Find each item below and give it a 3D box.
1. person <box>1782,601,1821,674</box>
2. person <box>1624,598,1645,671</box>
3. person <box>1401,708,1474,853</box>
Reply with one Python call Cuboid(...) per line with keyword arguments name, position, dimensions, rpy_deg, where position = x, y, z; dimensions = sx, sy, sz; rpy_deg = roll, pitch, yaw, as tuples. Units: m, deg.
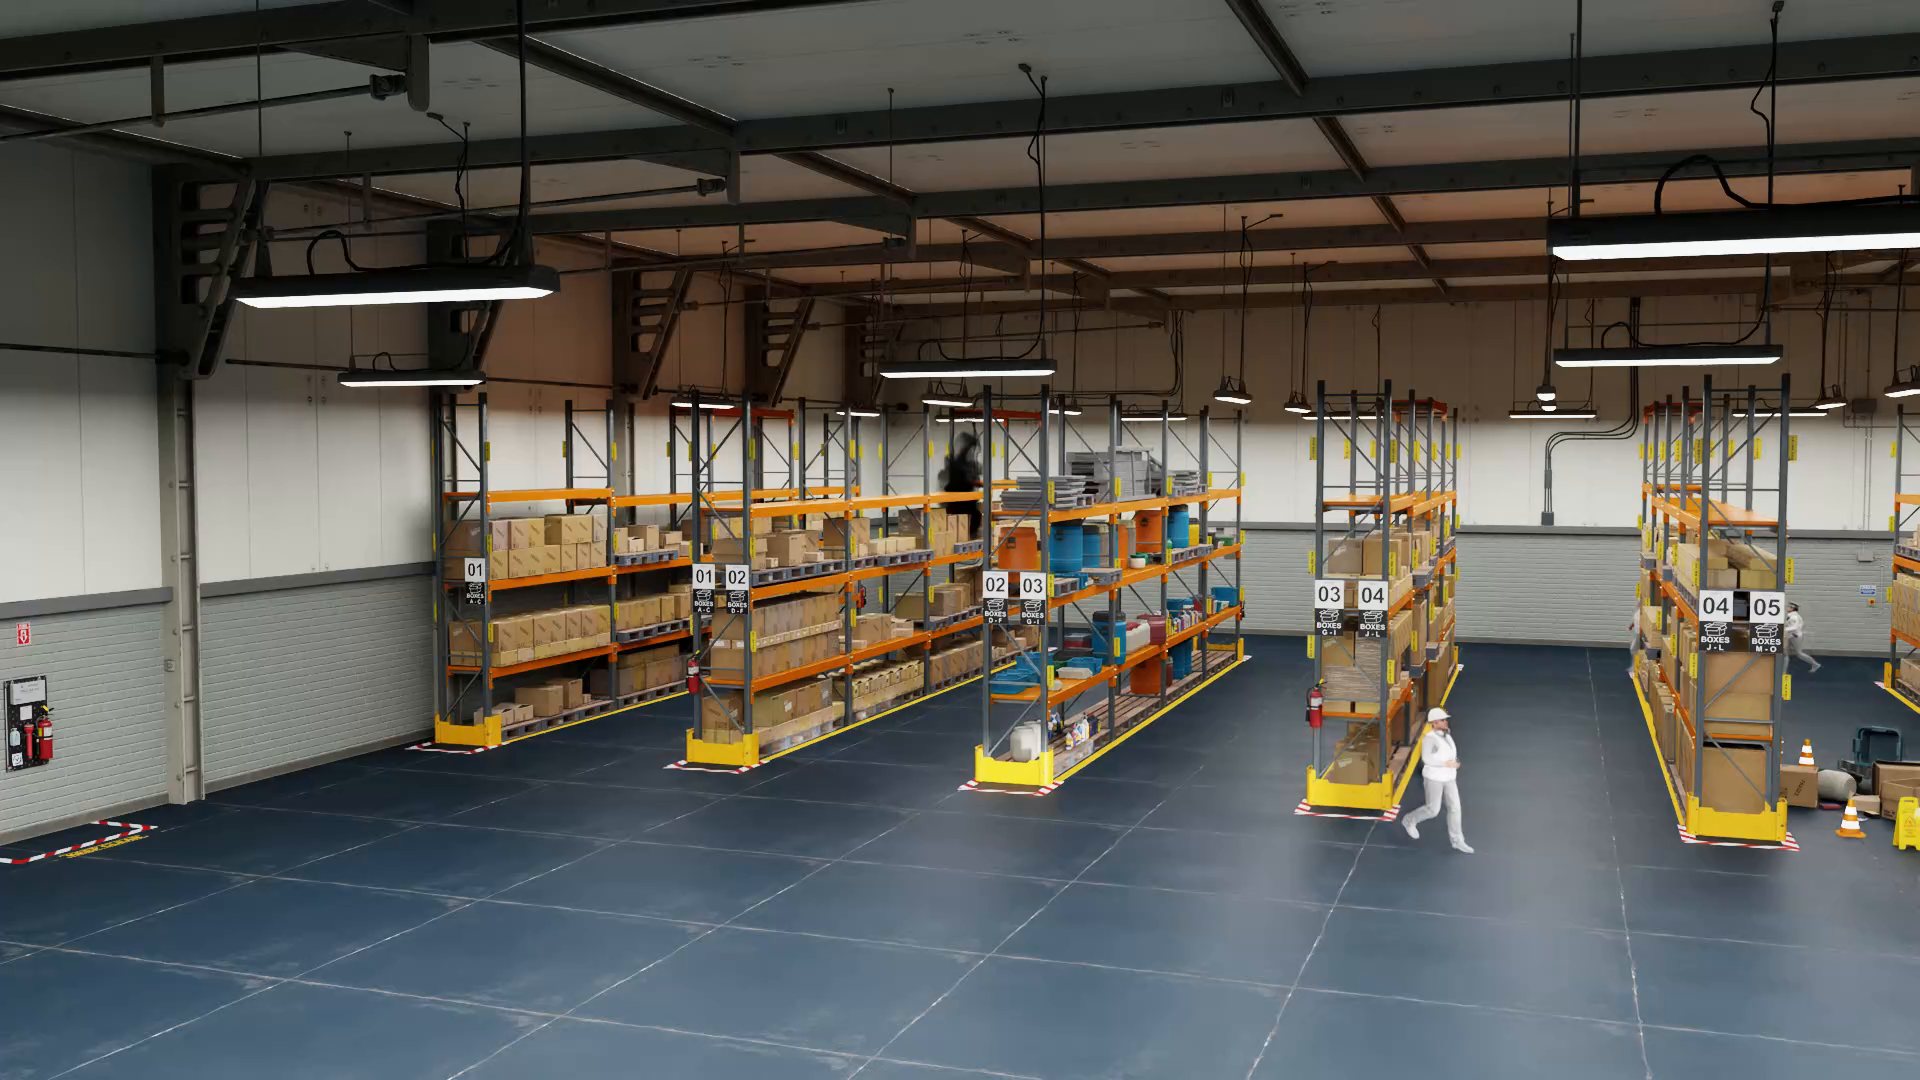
Cuboid(name="person", position=(18.630, 2.197, 36.996), dimensions=(0.941, 1.684, 0.581), rpy_deg=(1, 3, 17))
Cuboid(name="person", position=(15.572, 2.133, 37.795), dimensions=(0.791, 1.750, 0.761), rpy_deg=(0, 3, 4))
Cuboid(name="person", position=(6.004, 2.990, 20.882), dimensions=(0.666, 1.768, 0.973), rpy_deg=(-3, 4, -40))
